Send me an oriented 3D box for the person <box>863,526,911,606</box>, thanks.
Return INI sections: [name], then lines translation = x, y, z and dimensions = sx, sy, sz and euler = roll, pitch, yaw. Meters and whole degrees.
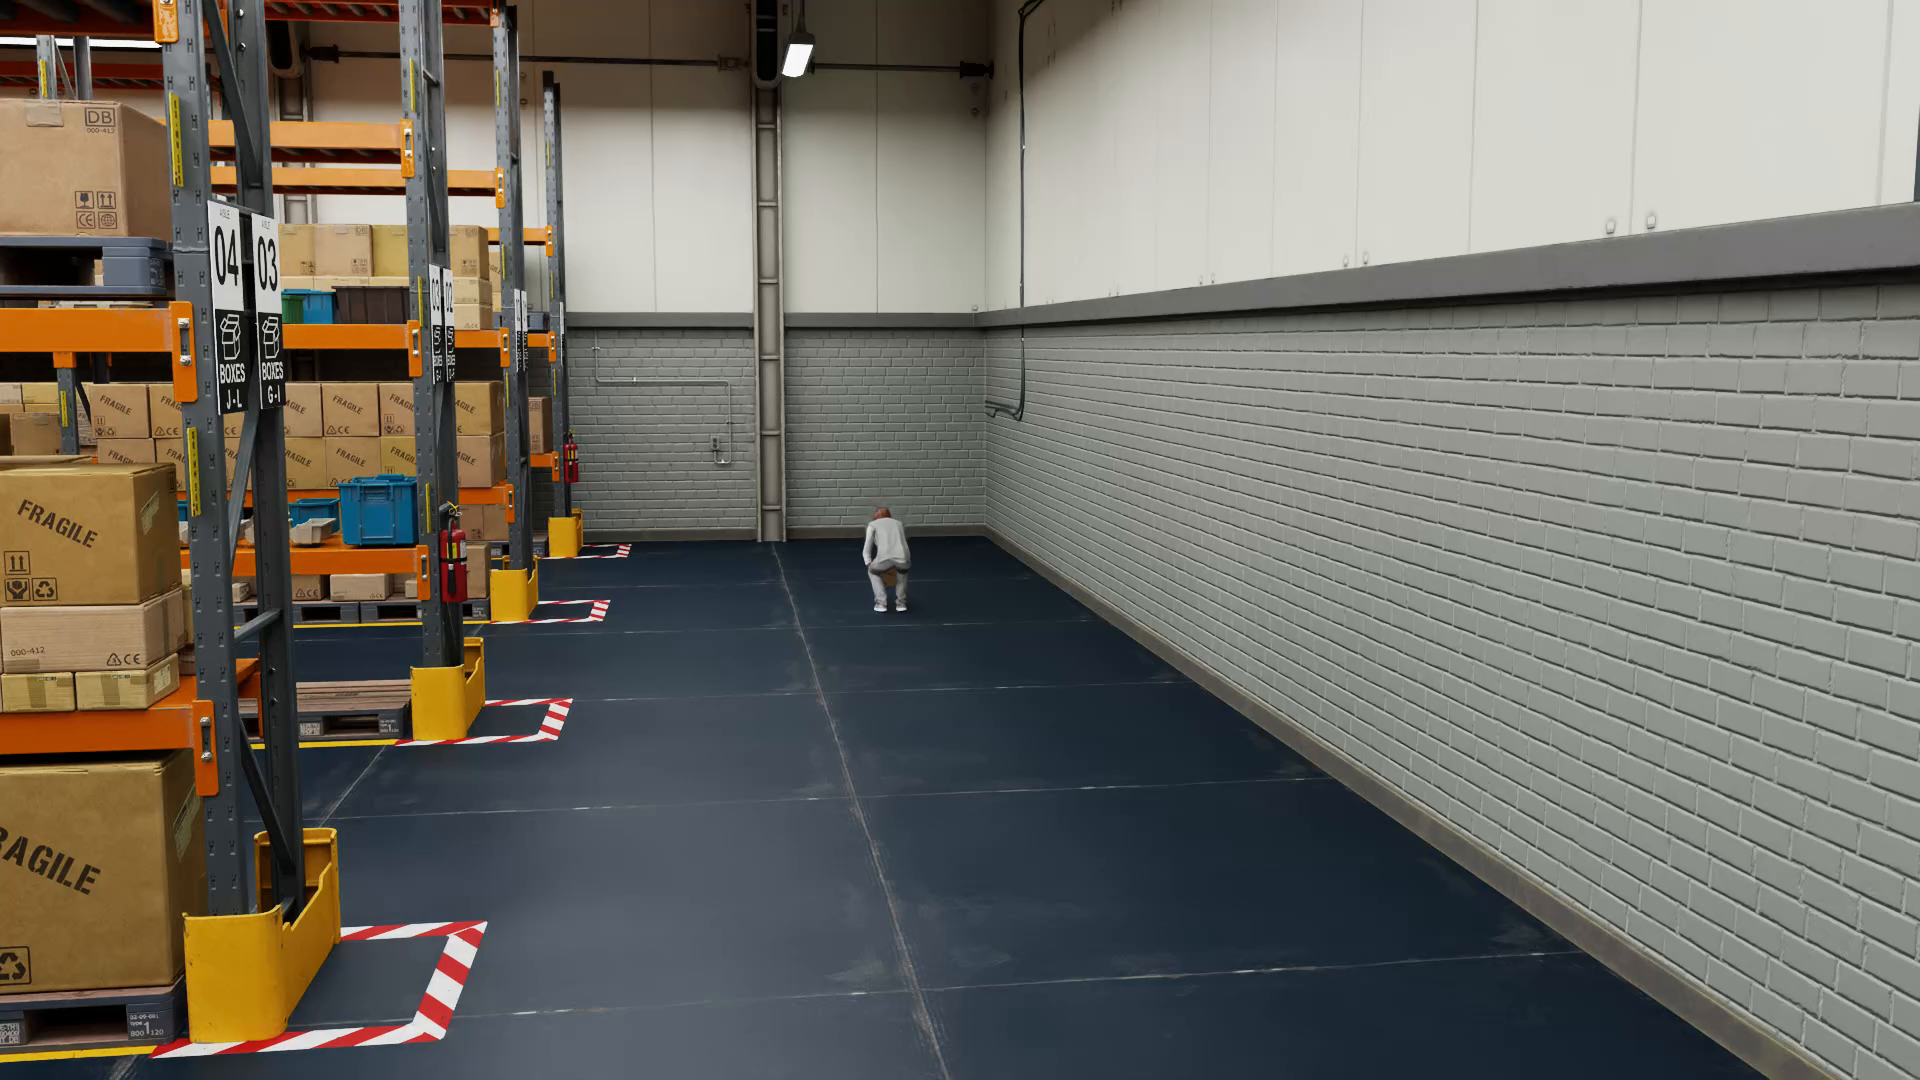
[person]
translation = -0.723, 0.232, 16.727
dimensions = 0.452, 0.833, 0.628
euler = -1, 7, -9
